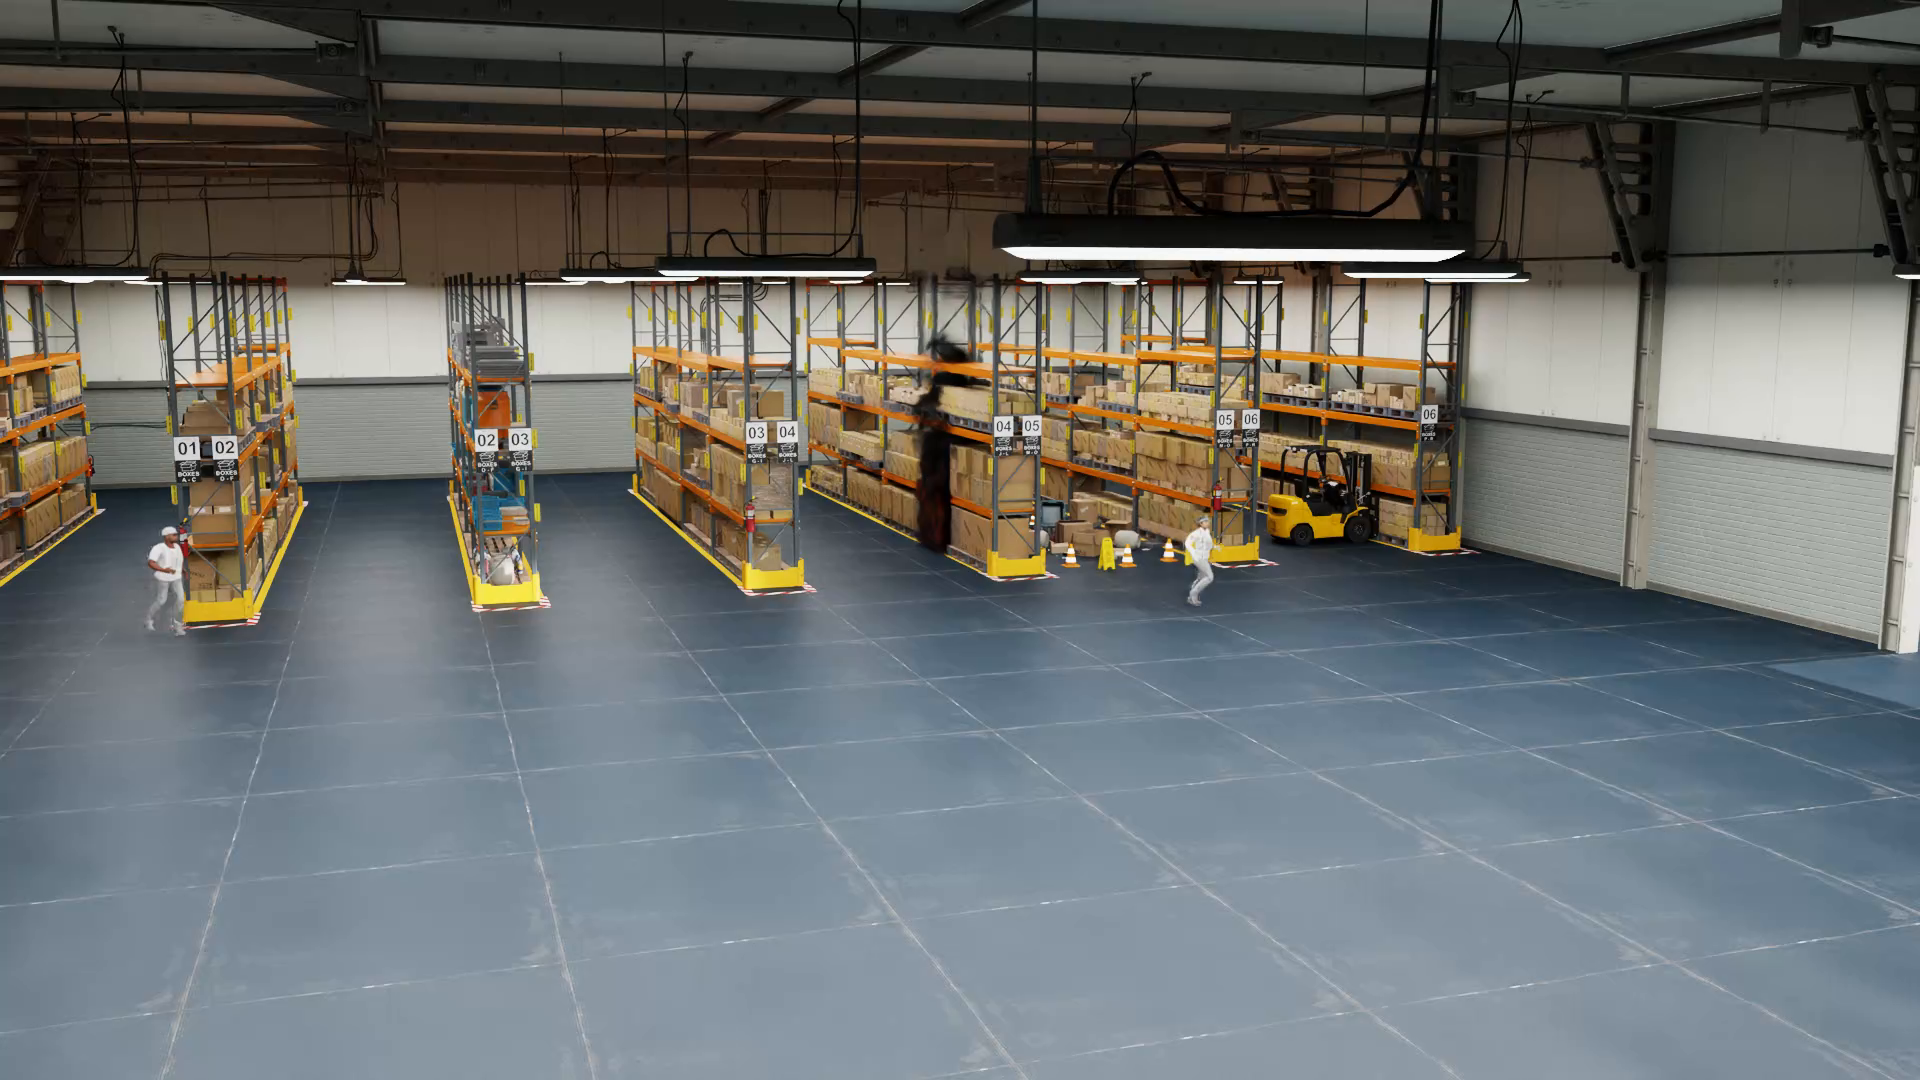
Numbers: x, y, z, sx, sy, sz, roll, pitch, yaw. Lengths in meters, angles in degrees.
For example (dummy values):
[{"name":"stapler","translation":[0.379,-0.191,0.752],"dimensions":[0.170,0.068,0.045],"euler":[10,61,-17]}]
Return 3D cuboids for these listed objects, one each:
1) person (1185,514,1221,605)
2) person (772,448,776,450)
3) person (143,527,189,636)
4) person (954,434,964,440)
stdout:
[{"name":"person","translation":[4.436,0.349,30.198],"dimensions":[0.601,1.665,0.591],"euler":[5,10,31]},{"name":"person","translation":[-5.581,-2.283,47.855],"dimensions":[0.679,1.685,0.712],"euler":[1,9,7]},{"name":"person","translation":[-13.187,0.675,27.781],"dimensions":[0.803,1.791,0.765],"euler":[4,9,24]},{"name":"person","translation":[-0.037,-2.857,51.294],"dimensions":[0.560,1.709,0.707],"euler":[0,9,-3]}]
